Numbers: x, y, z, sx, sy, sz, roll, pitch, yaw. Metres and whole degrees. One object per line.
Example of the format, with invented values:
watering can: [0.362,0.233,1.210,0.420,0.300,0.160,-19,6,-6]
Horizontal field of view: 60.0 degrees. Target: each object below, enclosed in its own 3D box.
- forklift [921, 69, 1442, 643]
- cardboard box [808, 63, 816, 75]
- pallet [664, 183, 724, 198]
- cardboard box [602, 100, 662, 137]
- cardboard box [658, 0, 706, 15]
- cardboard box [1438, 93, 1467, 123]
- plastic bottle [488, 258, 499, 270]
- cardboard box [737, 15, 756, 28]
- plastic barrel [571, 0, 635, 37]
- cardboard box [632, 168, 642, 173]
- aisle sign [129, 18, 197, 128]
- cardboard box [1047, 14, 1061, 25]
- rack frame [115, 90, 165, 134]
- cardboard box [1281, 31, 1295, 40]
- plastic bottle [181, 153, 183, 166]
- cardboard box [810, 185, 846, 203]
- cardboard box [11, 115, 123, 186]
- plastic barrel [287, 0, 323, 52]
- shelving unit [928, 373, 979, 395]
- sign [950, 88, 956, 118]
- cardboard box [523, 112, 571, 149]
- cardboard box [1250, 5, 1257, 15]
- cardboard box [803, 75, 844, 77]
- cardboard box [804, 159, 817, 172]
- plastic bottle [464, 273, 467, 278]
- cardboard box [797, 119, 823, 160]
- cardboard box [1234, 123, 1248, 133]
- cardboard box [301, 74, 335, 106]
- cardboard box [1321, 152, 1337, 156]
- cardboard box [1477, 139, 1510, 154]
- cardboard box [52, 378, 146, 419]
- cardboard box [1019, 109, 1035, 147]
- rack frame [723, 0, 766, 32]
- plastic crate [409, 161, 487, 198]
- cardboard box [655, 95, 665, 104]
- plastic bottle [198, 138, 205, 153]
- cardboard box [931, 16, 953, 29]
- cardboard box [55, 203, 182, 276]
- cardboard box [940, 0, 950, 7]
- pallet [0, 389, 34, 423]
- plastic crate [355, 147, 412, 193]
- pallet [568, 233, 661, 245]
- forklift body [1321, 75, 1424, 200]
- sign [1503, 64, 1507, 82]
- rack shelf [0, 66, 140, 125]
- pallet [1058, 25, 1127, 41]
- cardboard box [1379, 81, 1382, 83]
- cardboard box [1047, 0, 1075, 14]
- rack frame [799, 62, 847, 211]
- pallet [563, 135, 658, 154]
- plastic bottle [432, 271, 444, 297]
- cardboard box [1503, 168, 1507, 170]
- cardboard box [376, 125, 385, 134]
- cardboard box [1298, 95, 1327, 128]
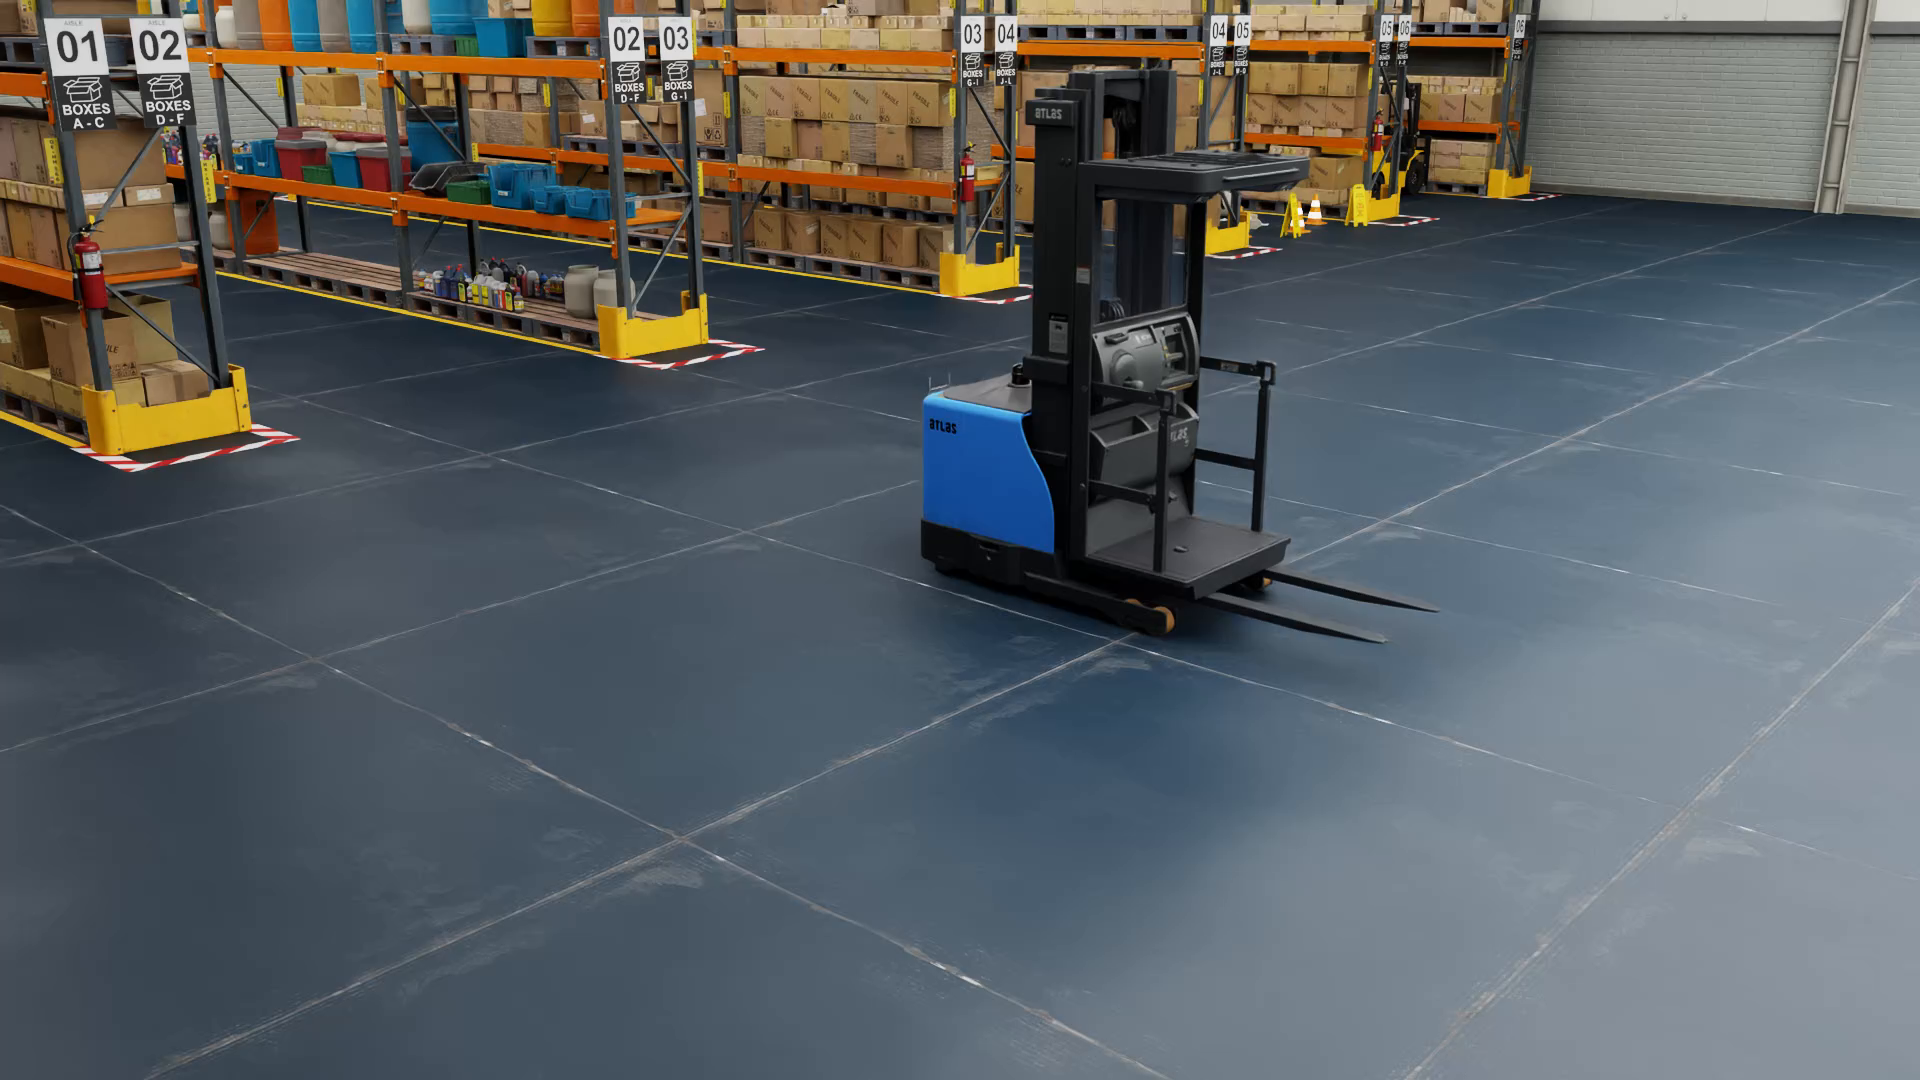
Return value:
forklift: [1.202,-1.049,9.162,3.031,2.935,1.130,15,23,39]
cardboard box: [-3.008,-9.792,34.779,0.500,0.500,0.500,15,23,38]
pallet: [-4.724,-6.506,30.855,1.213,0.211,1.003,15,23,39]
cardboard box: [-4.769,-6.145,24.248,0.700,0.500,0.500,-14,22,-38]
cardboard box: [-3.683,-7.268,22.822,0.637,0.503,0.797,16,24,41]
cardboard box: [9.245,-8.039,30.910,0.500,0.500,0.500,16,24,41]
plastic bottle: [-5.307,-3.045,18.992,0.185,0.351,0.144,14,23,38]
cardboard box: [-2.653,-6.696,21.474,0.250,0.149,0.380,14,22,38]
plastic barrel: [-3.436,-5.263,15.964,0.708,0.830,0.600,15,23,39]
cardboard box: [-5.965,-7.017,31.382,0.250,0.149,0.380,14,22,37]
aisle sign: [-6.026,-3.535,12.584,0.004,0.787,0.394,15,23,39]
cardboard box: [1.485,-7.589,24.254,0.250,0.149,0.380,15,23,38]
rack frame: [-11.963,-5.769,23.921,0.127,3.000,1.000,15,23,39]
cardboard box: [5.486,-8.304,27.366,0.250,0.149,0.380,14,22,38]
plastic bottle: [-10.241,-5.046,21.974,0.097,0.201,0.097,0,18,0]
cardboard box: [-1.920,-6.173,28.221,0.750,0.750,1.050,15,23,39]
cardboard box: [-7.056,-3.117,13.256,0.500,0.500,0.700,14,23,38]
plastic barrel: [-7.482,-6.147,19.325,0.708,0.901,0.600,15,23,39]
shelving unit: [-0.040,-0.511,10.578,0.252,1.050,0.215,15,23,39]
sign: [-0.084,-5.061,19.254,0.005,0.325,0.100,15,23,39]
cardboard box: [-6.217,-6.177,25.042,0.500,0.500,0.500,16,24,41]
cardboard box: [4.915,-8.829,27.703,0.250,0.149,0.380,15,23,38]
cardboard box: [-1.798,-5.821,21.776,0.500,0.500,0.500,15,23,39]
cardboard box: [-1.780,-4.807,21.305,0.250,0.149,0.380,15,23,39]
plastic bottle: [-5.463,-2.814,18.394,0.097,0.271,0.097,0,18,0]
cardboard box: [-1.605,-5.182,21.416,0.500,0.500,0.875,15,23,39]
cardboard box: [4.859,-7.011,28.250,0.250,0.149,0.380,15,23,40]
cardboard box: [-11.113,-7.862,29.035,0.500,0.500,0.500,14,23,38]
cardboard box: [6.046,-6.302,28.214,0.500,0.500,0.500,14,22,37]
cardboard box: [9.936,-7.351,31.106,0.500,0.250,0.500,15,23,38]
cardboard box: [-6.876,-1.170,13.282,0.500,0.250,0.500,15,23,39]
cardboard box: [1.386,-6.280,25.284,0.550,0.550,0.875,15,23,39]
rack frame: [-2.692,-8.142,21.484,0.127,3.000,1.000,15,23,39]
plastic crate: [-5.672,-3.999,18.448,0.504,0.338,0.767,15,23,39]
cardboard box: [-5.318,-8.030,30.277,0.250,0.149,0.380,15,23,40]
plastic bottle: [-10.529,-5.455,23.139,0.135,0.276,0.152,15,23,39]
cardboard box: [-0.115,-6.013,19.322,0.250,0.149,0.380,15,23,39]
cardboard box: [-6.619,-2.384,13.090,0.500,0.500,0.700,15,23,39]
cardboard box: [0.028,-10.162,31.945,0.500,0.500,0.700,14,22,37]
pallet: [-7.787,-1.299,14.448,1.213,0.211,1.003,15,23,39]
plastic crate: [-6.545,-4.221,18.939,0.583,0.464,0.402,15,23,39]
pallet: [-5.100,-4.600,24.848,1.213,0.211,1.003,15,23,39]
forklift body: [7.540,-7.409,30.494,1.214,2.155,2.313,15,23,39]
sign: [9.799,-8.391,29.877,0.005,0.325,0.100,15,23,39]
rack shelf: [-7.774,-3.728,13.721,4.000,0.370,1.077,15,23,39]
pallet: [2.189,-7.361,24.126,1.213,0.211,1.003,15,23,39]
cardboard box: [8.008,-8.814,31.788,0.250,0.149,0.380,15,23,38]
cardboard box: [1.612,-7.769,24.162,0.500,0.250,0.500,15,23,39]
rack frame: [-2.316,-7.188,28.394,0.127,3.000,1.000,15,23,39]
pallet: [-5.080,-5.876,24.576,1.003,0.211,1.213,15,23,39]
plastic bottle: [-5.772,-2.852,18.506,0.135,0.276,0.152,16,24,41]
cardboard box: [9.932,-6.878,31.269,0.500,0.250,0.500,15,23,39]
cardboard box: [-9.506,-6.860,27.775,0.250,0.149,0.380,15,23,38]
cardboard box: [5.917,-7.060,27.332,0.500,0.500,0.500,15,23,39]
